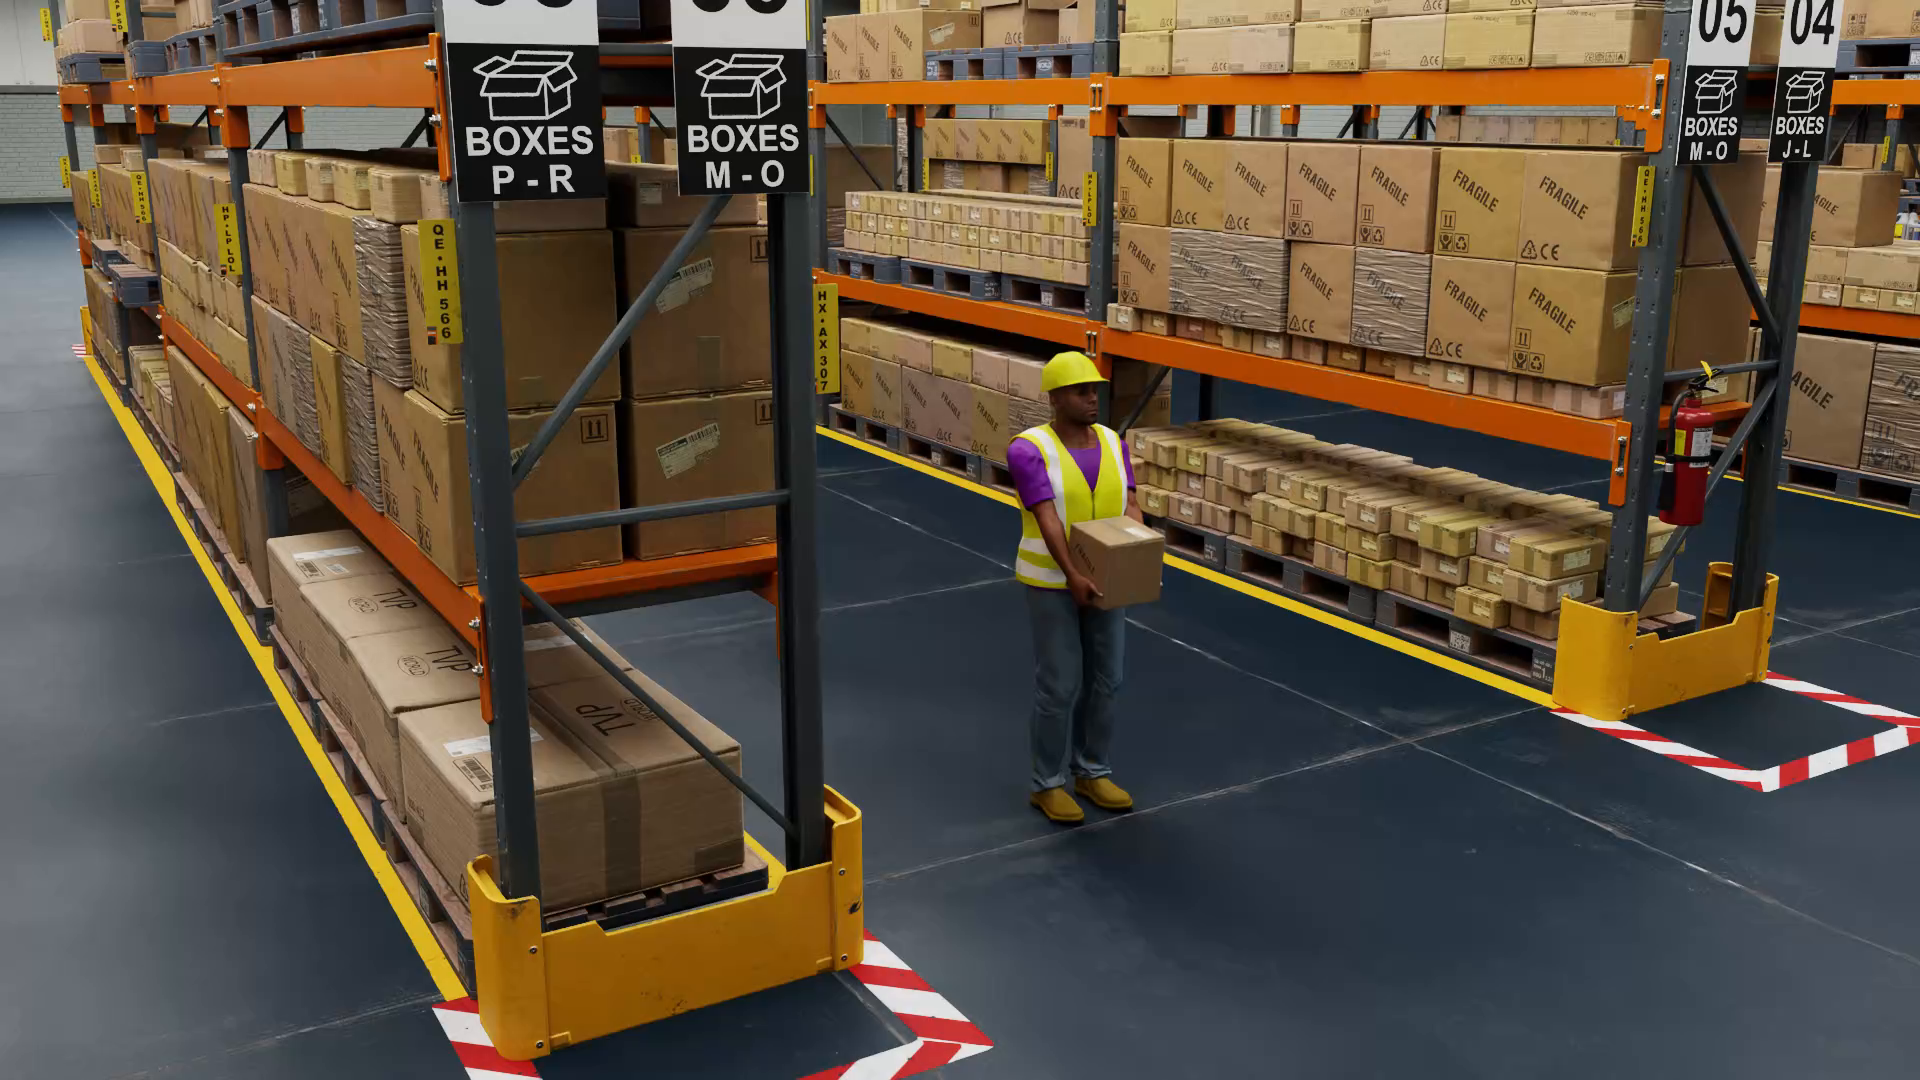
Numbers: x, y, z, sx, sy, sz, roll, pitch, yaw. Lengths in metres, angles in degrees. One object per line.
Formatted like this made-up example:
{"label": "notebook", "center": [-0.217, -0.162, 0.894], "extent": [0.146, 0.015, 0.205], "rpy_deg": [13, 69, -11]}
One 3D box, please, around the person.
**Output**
{"label": "person", "center": [0.488, 0.187, 6.270], "extent": [0.503, 1.760, 0.587], "rpy_deg": [-8, 17, -29]}
